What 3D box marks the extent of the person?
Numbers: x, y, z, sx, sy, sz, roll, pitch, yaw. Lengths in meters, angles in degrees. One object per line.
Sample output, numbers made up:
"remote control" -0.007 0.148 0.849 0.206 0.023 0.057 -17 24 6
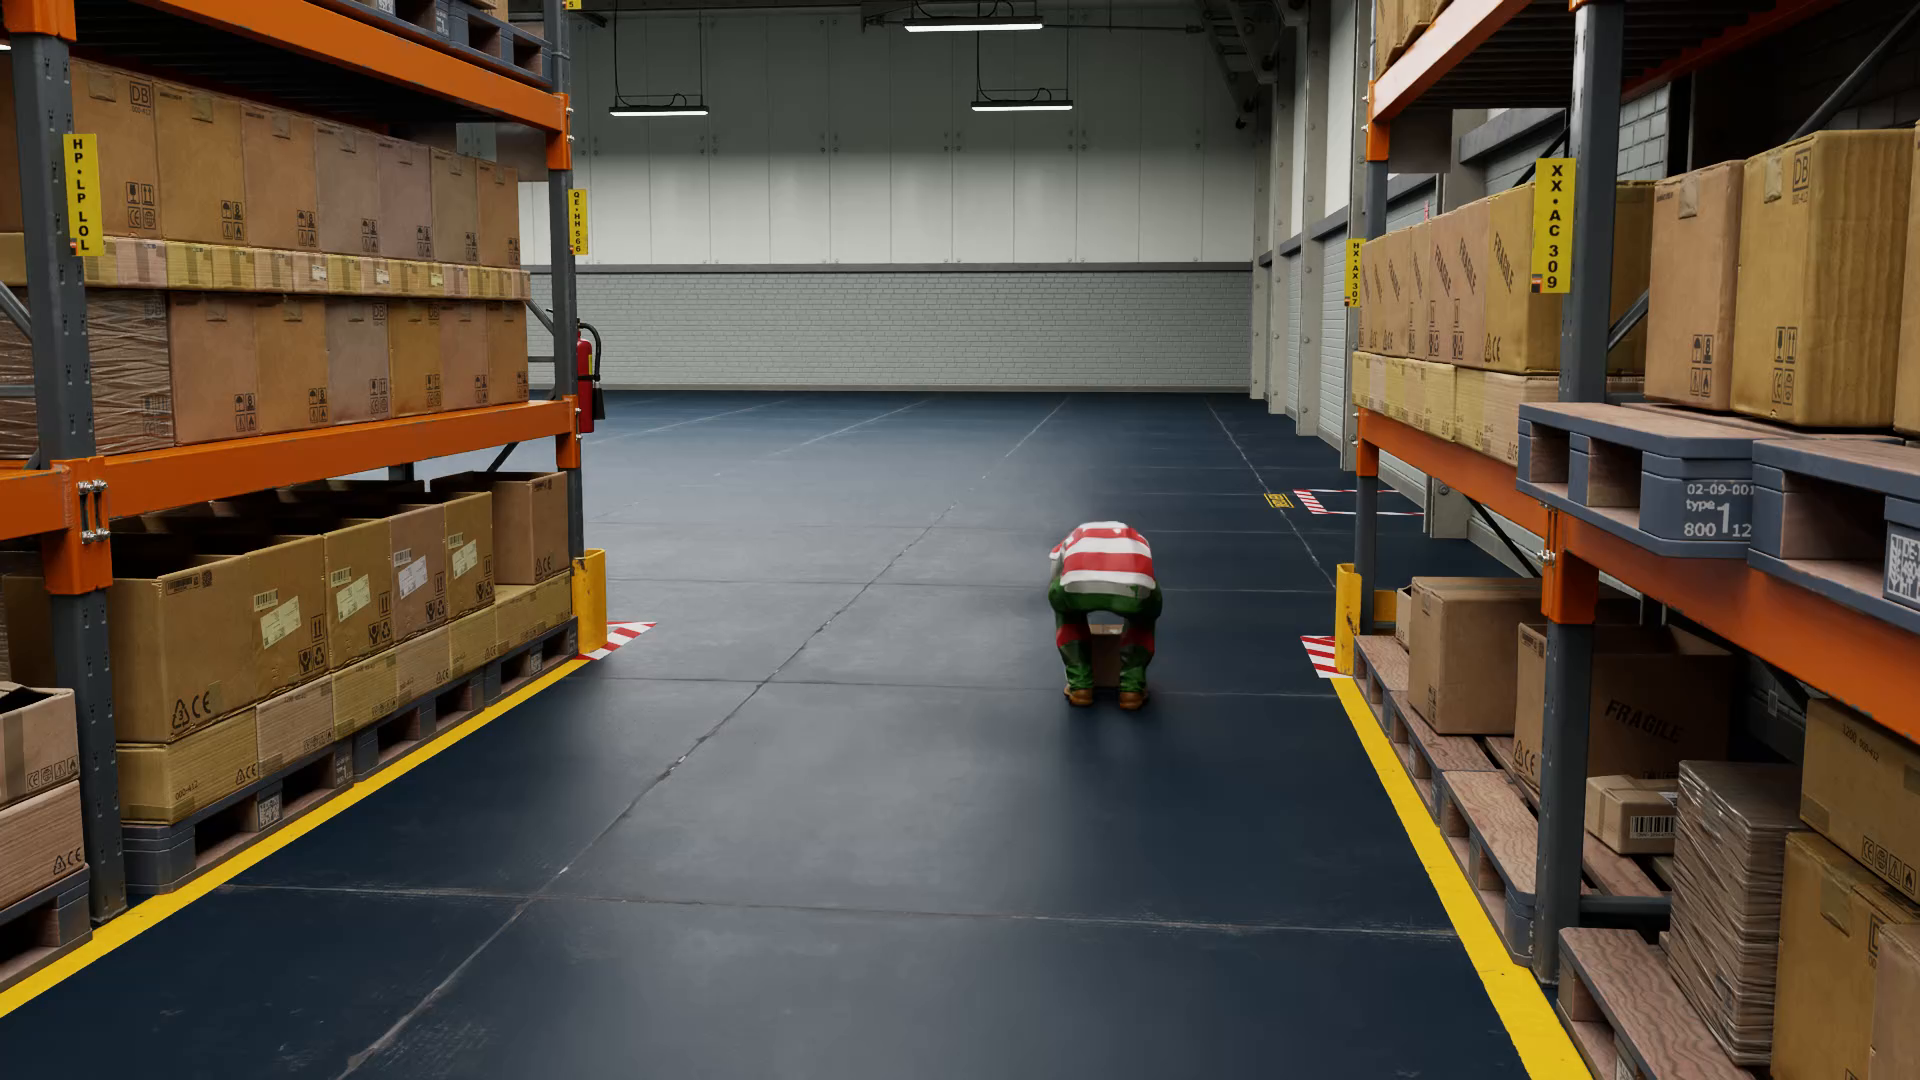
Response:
"person" 0.660 0.326 7.582 0.519 0.831 0.966 1 8 5
